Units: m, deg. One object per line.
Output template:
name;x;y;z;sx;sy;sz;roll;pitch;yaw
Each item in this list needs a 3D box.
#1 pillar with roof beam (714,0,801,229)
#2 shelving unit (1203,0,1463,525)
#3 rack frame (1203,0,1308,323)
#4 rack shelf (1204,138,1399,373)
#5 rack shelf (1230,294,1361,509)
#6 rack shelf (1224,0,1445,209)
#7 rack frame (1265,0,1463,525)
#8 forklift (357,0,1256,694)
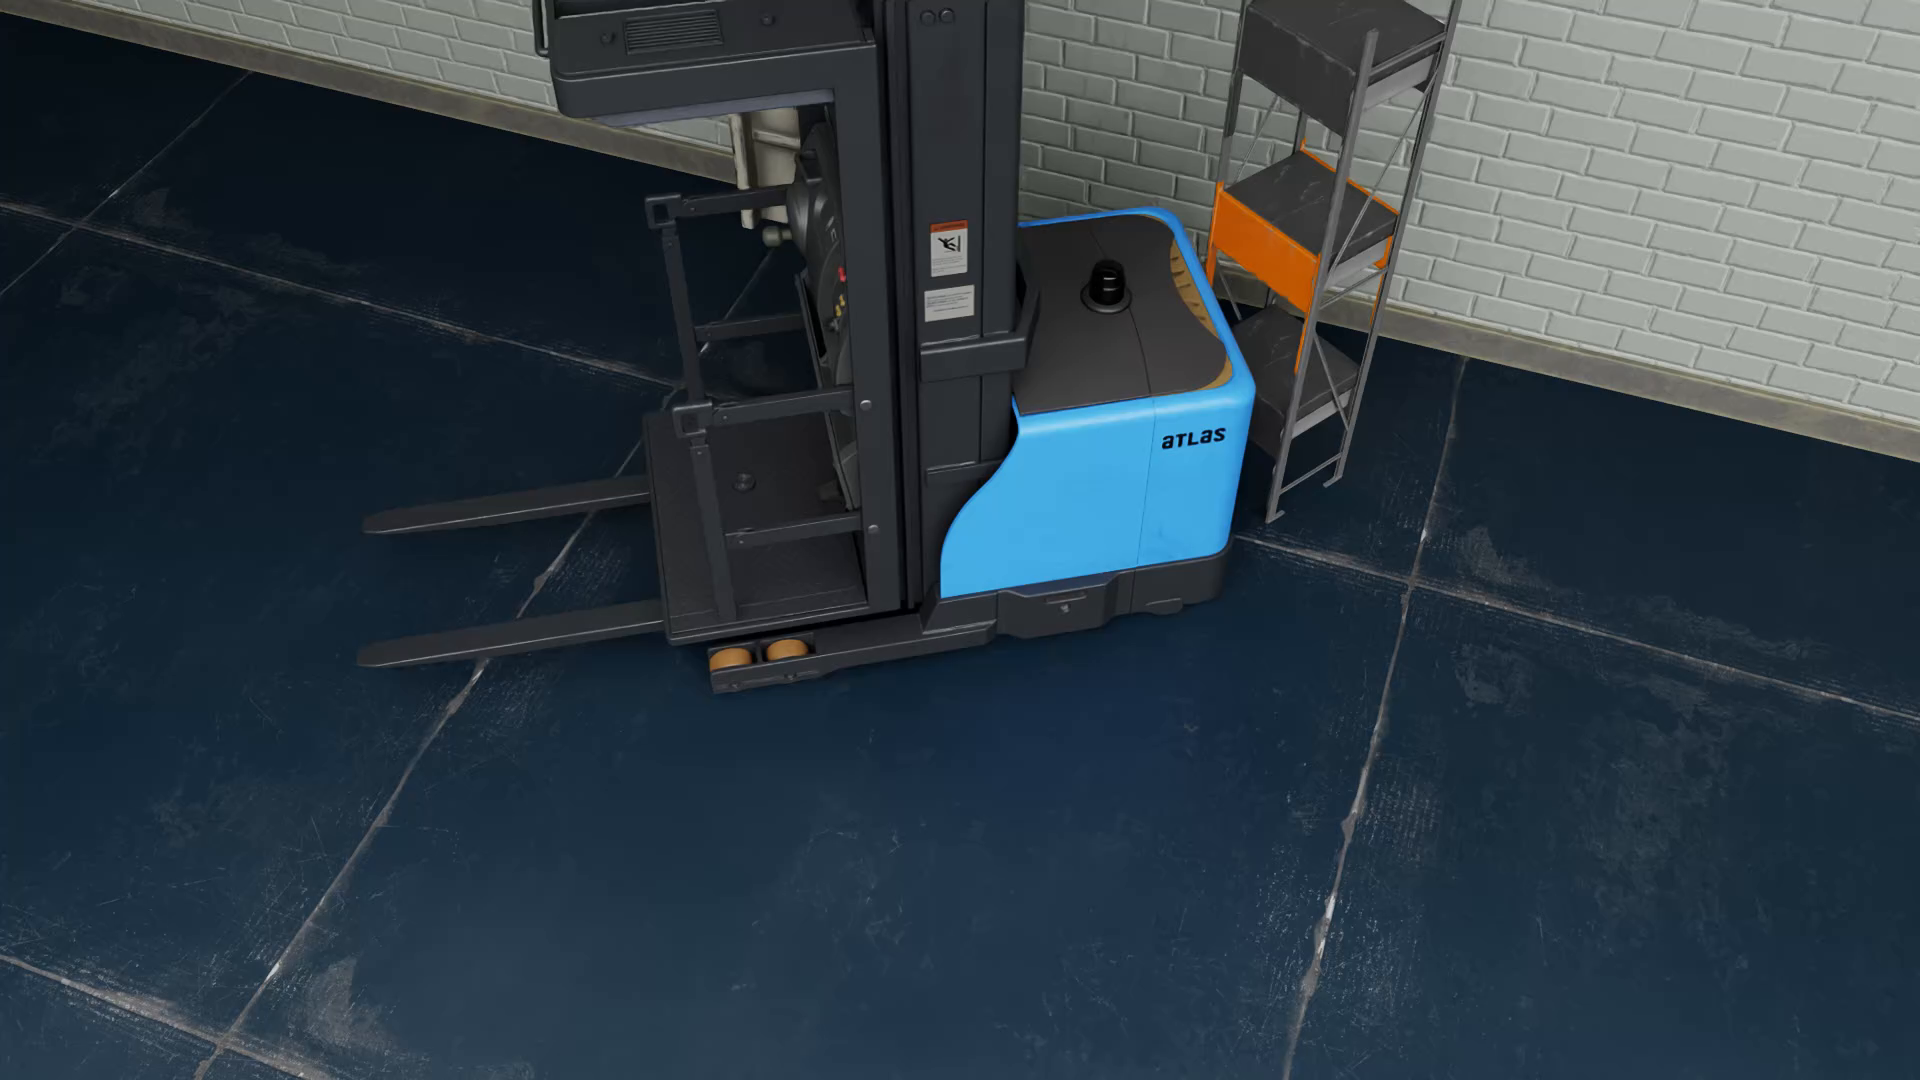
pillar with roof beam;-2.235;-1.361;1.475;0.400;9.000;9.100;16;51;13
shelving unit;1.171;-0.989;5.718;0.431;2.100;0.503;-30;55;-23
rack frame;1.023;-1.136;5.845;0.400;2.100;0.015;-30;55;-23
rack shelf;1.171;-0.980;5.728;0.431;0.518;0.480;-30;55;-23
rack shelf;1.171;-0.522;6.257;0.431;0.518;0.480;-30;55;-23
rack shelf;1.171;-1.439;5.199;0.431;0.518;0.480;-30;55;-23
rack frame;1.320;-0.843;5.591;0.400;2.100;0.015;-30;55;-23
forklift;-0.611;-0.868;5.063;3.031;2.935;1.130;-9;50;-8
